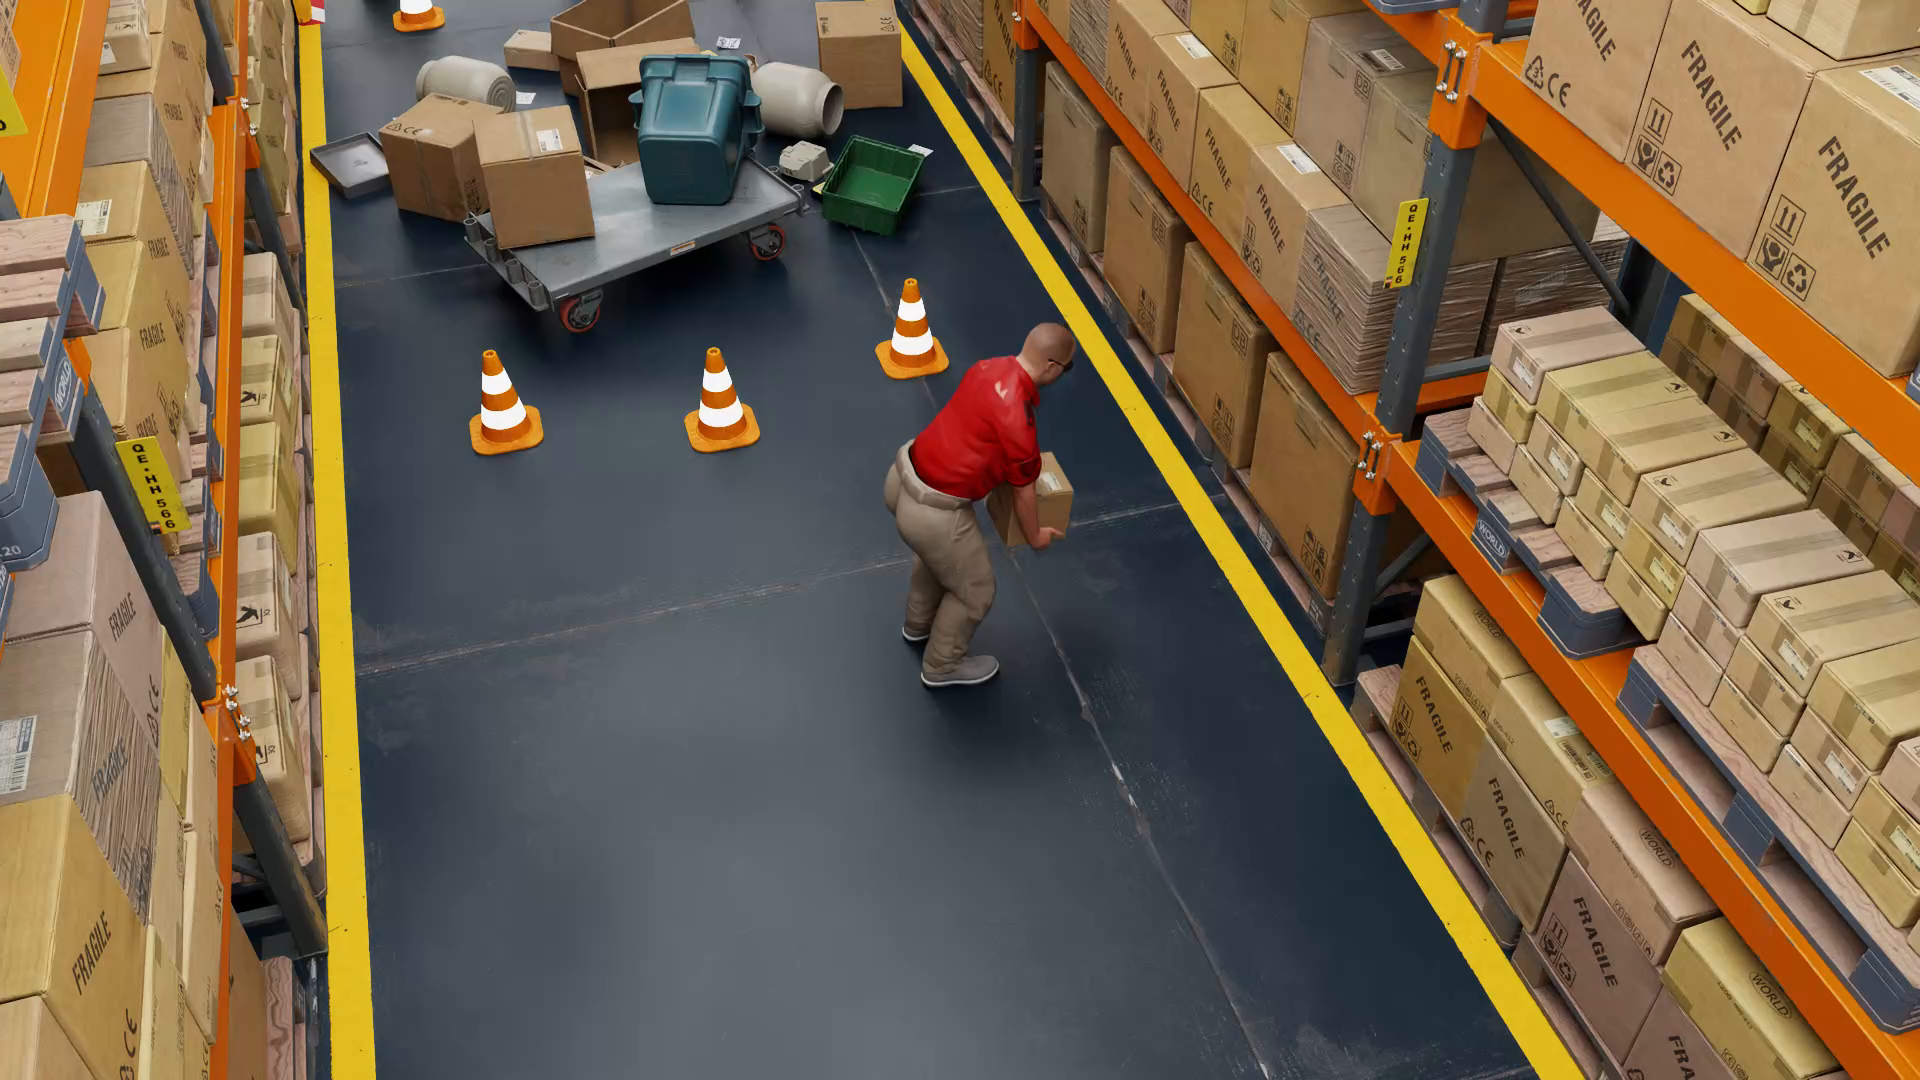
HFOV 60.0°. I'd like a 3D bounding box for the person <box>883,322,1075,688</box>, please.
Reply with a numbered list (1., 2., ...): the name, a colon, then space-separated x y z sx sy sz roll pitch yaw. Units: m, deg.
1. person: 0.079 -0.135 6.463 0.733 1.548 0.485 -13 44 -14
